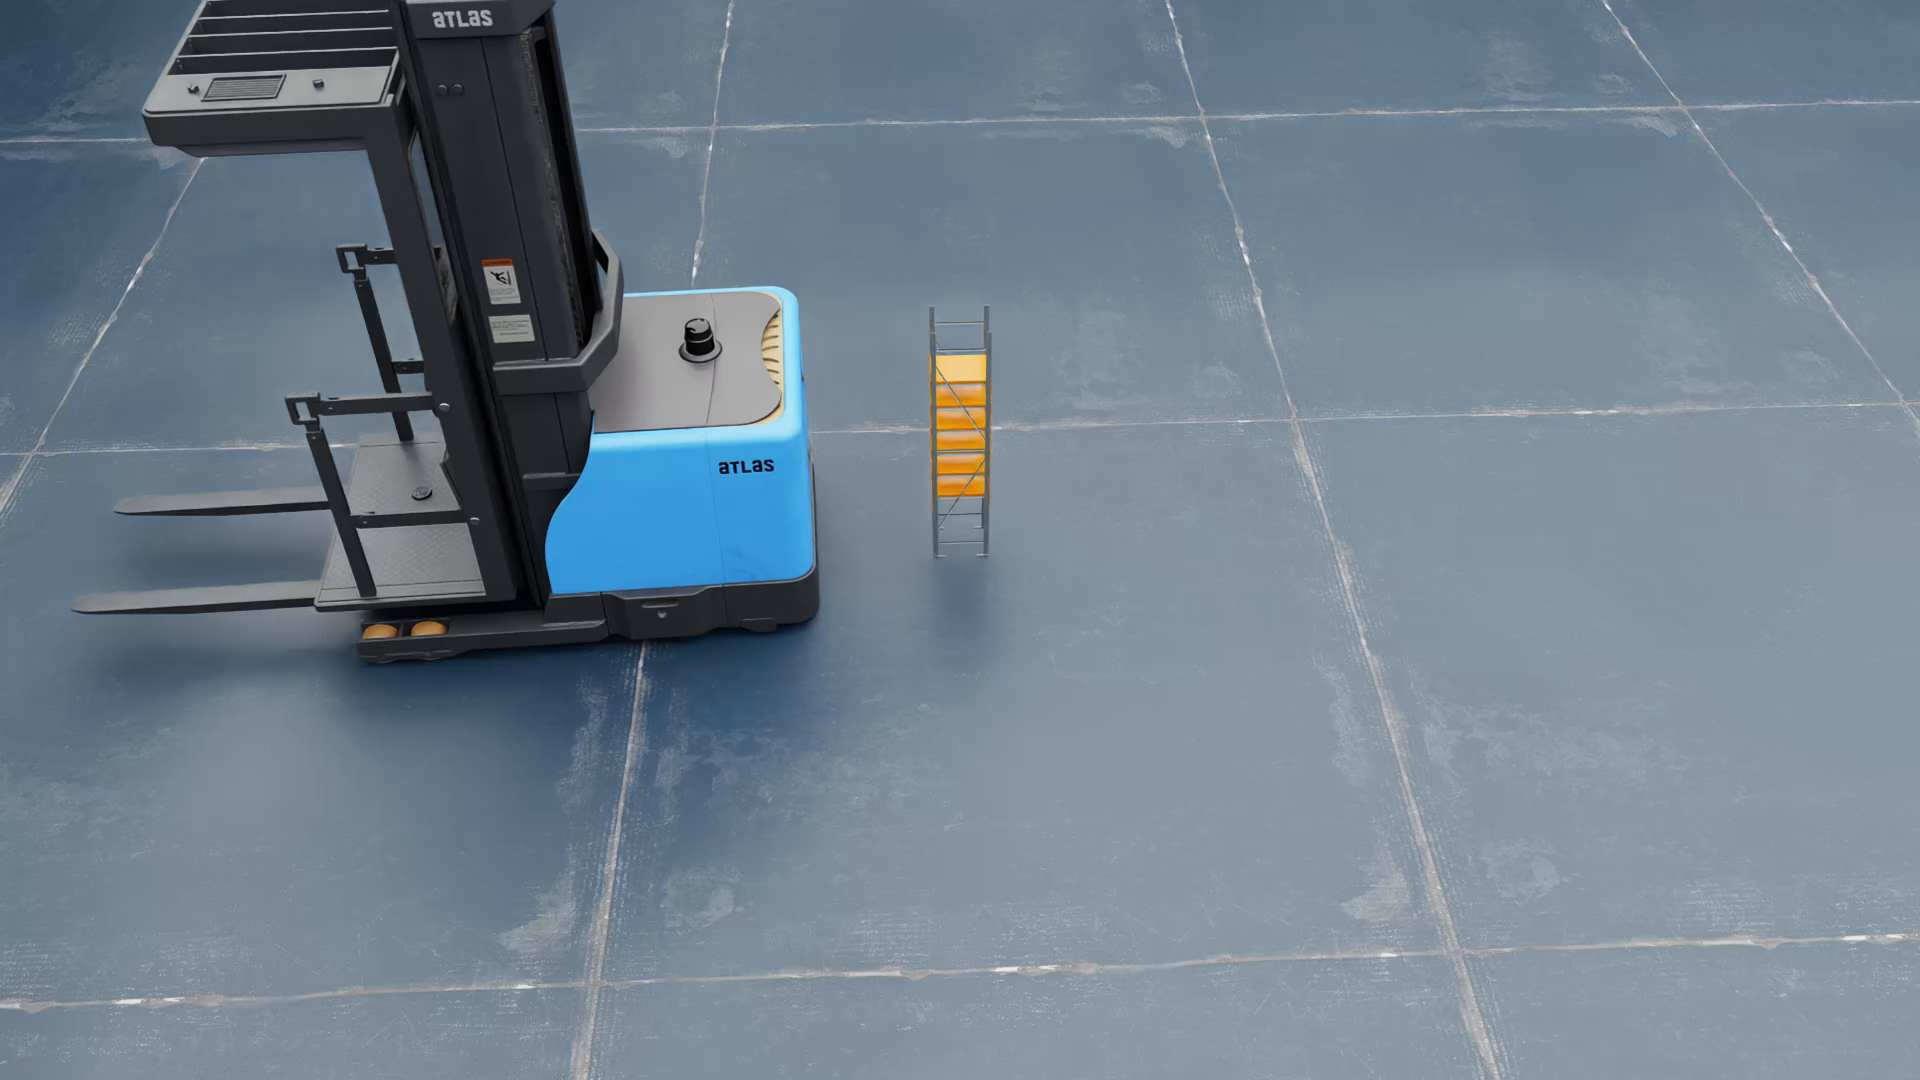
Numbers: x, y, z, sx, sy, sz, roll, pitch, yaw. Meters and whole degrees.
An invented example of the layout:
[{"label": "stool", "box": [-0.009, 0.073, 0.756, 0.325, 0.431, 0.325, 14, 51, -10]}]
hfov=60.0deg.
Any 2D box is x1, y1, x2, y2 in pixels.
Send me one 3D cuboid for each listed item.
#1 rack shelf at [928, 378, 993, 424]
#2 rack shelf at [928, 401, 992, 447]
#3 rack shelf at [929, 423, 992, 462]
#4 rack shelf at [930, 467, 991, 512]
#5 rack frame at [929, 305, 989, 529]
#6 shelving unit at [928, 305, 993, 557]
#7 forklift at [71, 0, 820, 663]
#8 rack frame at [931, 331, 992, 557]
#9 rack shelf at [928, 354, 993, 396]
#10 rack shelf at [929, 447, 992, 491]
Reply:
[{"label": "rack shelf", "box": [0.001, -0.577, 6.851, 0.258, 0.103, 0.180, -2, 43, -2]}, {"label": "rack shelf", "box": [0.001, -0.488, 6.933, 0.258, 0.103, 0.180, -2, 43, -2]}, {"label": "rack shelf", "box": [0.001, -0.400, 7.014, 0.258, 0.103, 0.180, -2, 43, -2]}, {"label": "rack shelf", "box": [0.001, -0.223, 7.176, 0.258, 0.103, 0.180, -2, 43, -2]}, {"label": "rack frame", "box": [-0.003, -0.494, 7.051, 0.240, 1.200, 0.006, -2, 43, -2]}, {"label": "shelving unit", "box": [0.001, -0.433, 6.984, 0.258, 1.200, 0.189, -2, 43, -2]}, {"label": "forklift", "box": [-2.138, -0.948, 6.265, 3.031, 2.935, 1.130, -4, 43, -4]}, {"label": "rack frame", "box": [0.005, -0.371, 6.916, 0.240, 1.200, 0.006, -2, 43, -2]}, {"label": "rack shelf", "box": [0.001, -0.665, 6.770, 0.258, 0.103, 0.180, -2, 43, -2]}, {"label": "rack shelf", "box": [0.001, -0.311, 7.095, 0.258, 0.103, 0.180, -2, 43, -2]}]
